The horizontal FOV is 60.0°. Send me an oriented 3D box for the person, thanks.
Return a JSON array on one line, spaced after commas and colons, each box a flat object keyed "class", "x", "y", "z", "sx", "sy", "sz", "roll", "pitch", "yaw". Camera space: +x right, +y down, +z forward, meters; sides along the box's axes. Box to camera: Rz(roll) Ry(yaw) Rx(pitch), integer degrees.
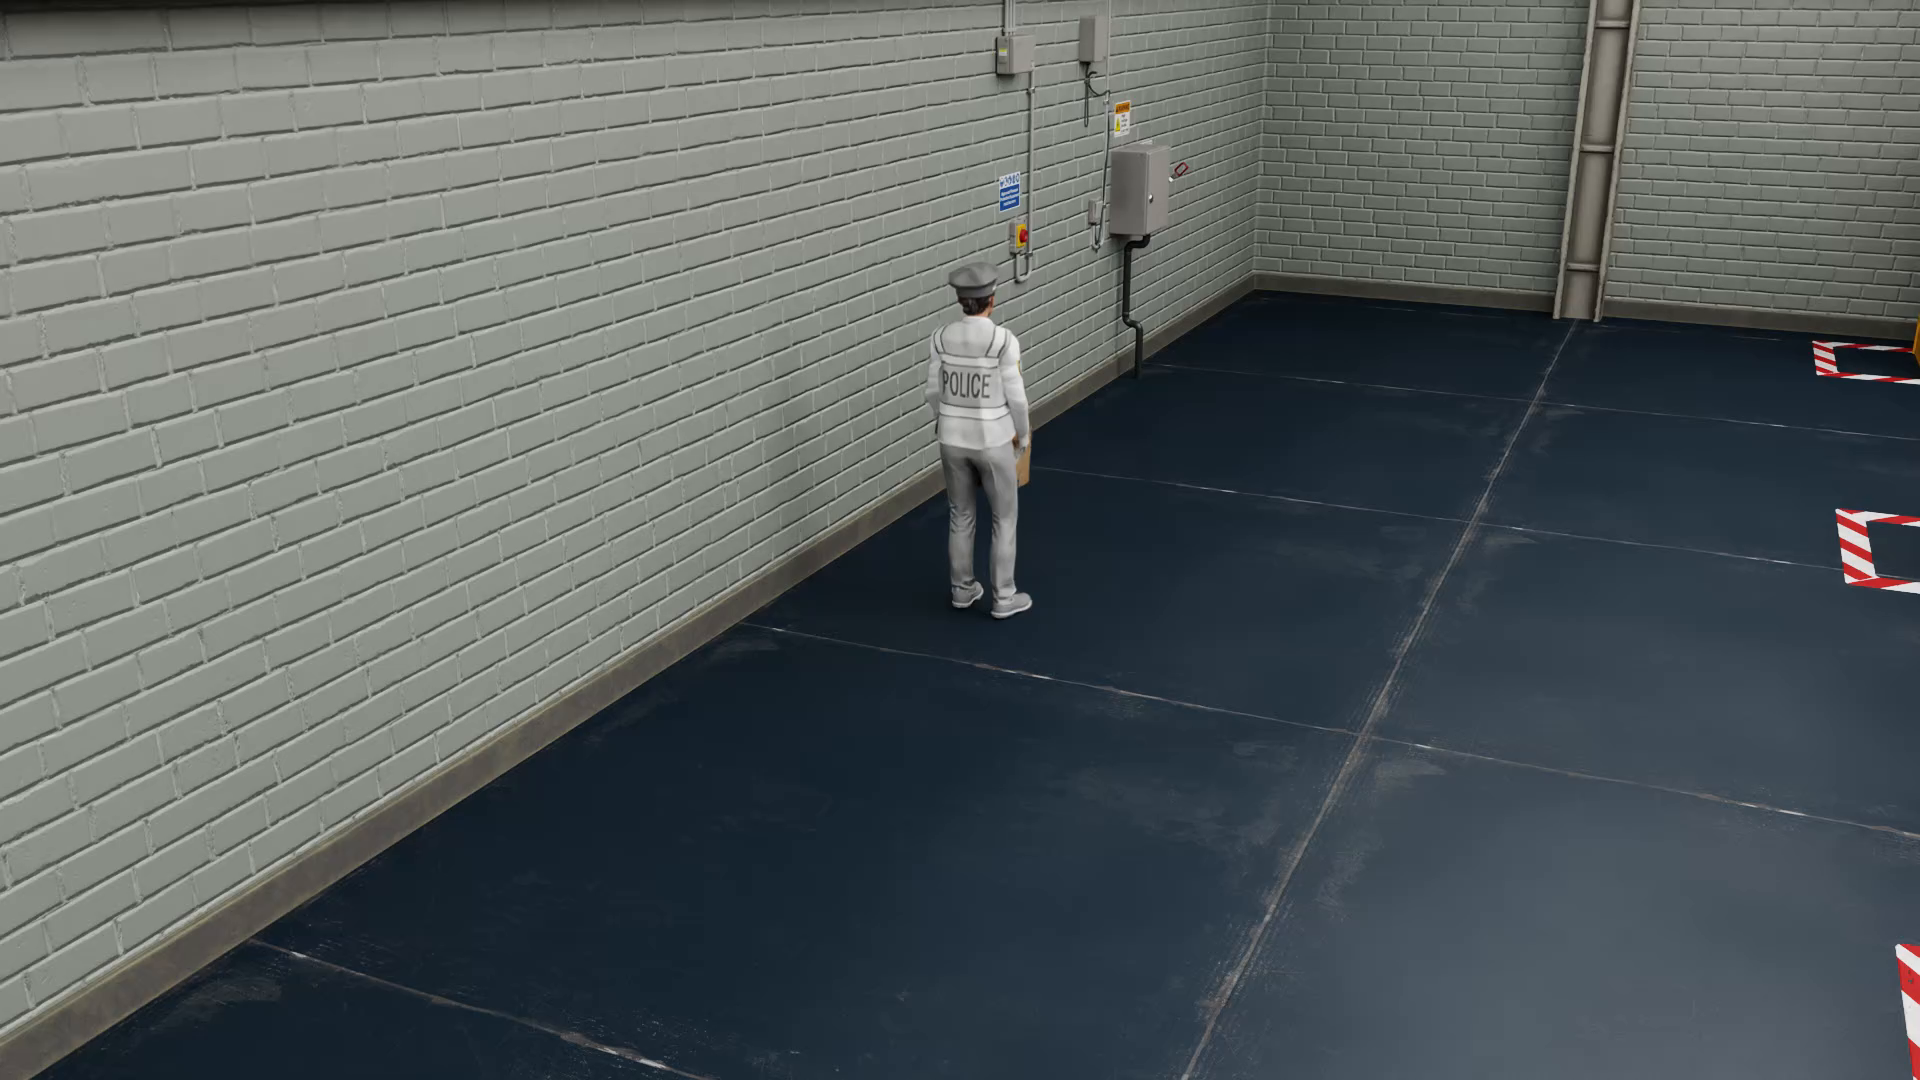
[{"class": "person", "x": 0.093, "y": -0.465, "z": 7.872, "sx": 0.502, "sy": 1.680, "sz": 0.410, "roll": 8, "pitch": 21, "yaw": 22}]
